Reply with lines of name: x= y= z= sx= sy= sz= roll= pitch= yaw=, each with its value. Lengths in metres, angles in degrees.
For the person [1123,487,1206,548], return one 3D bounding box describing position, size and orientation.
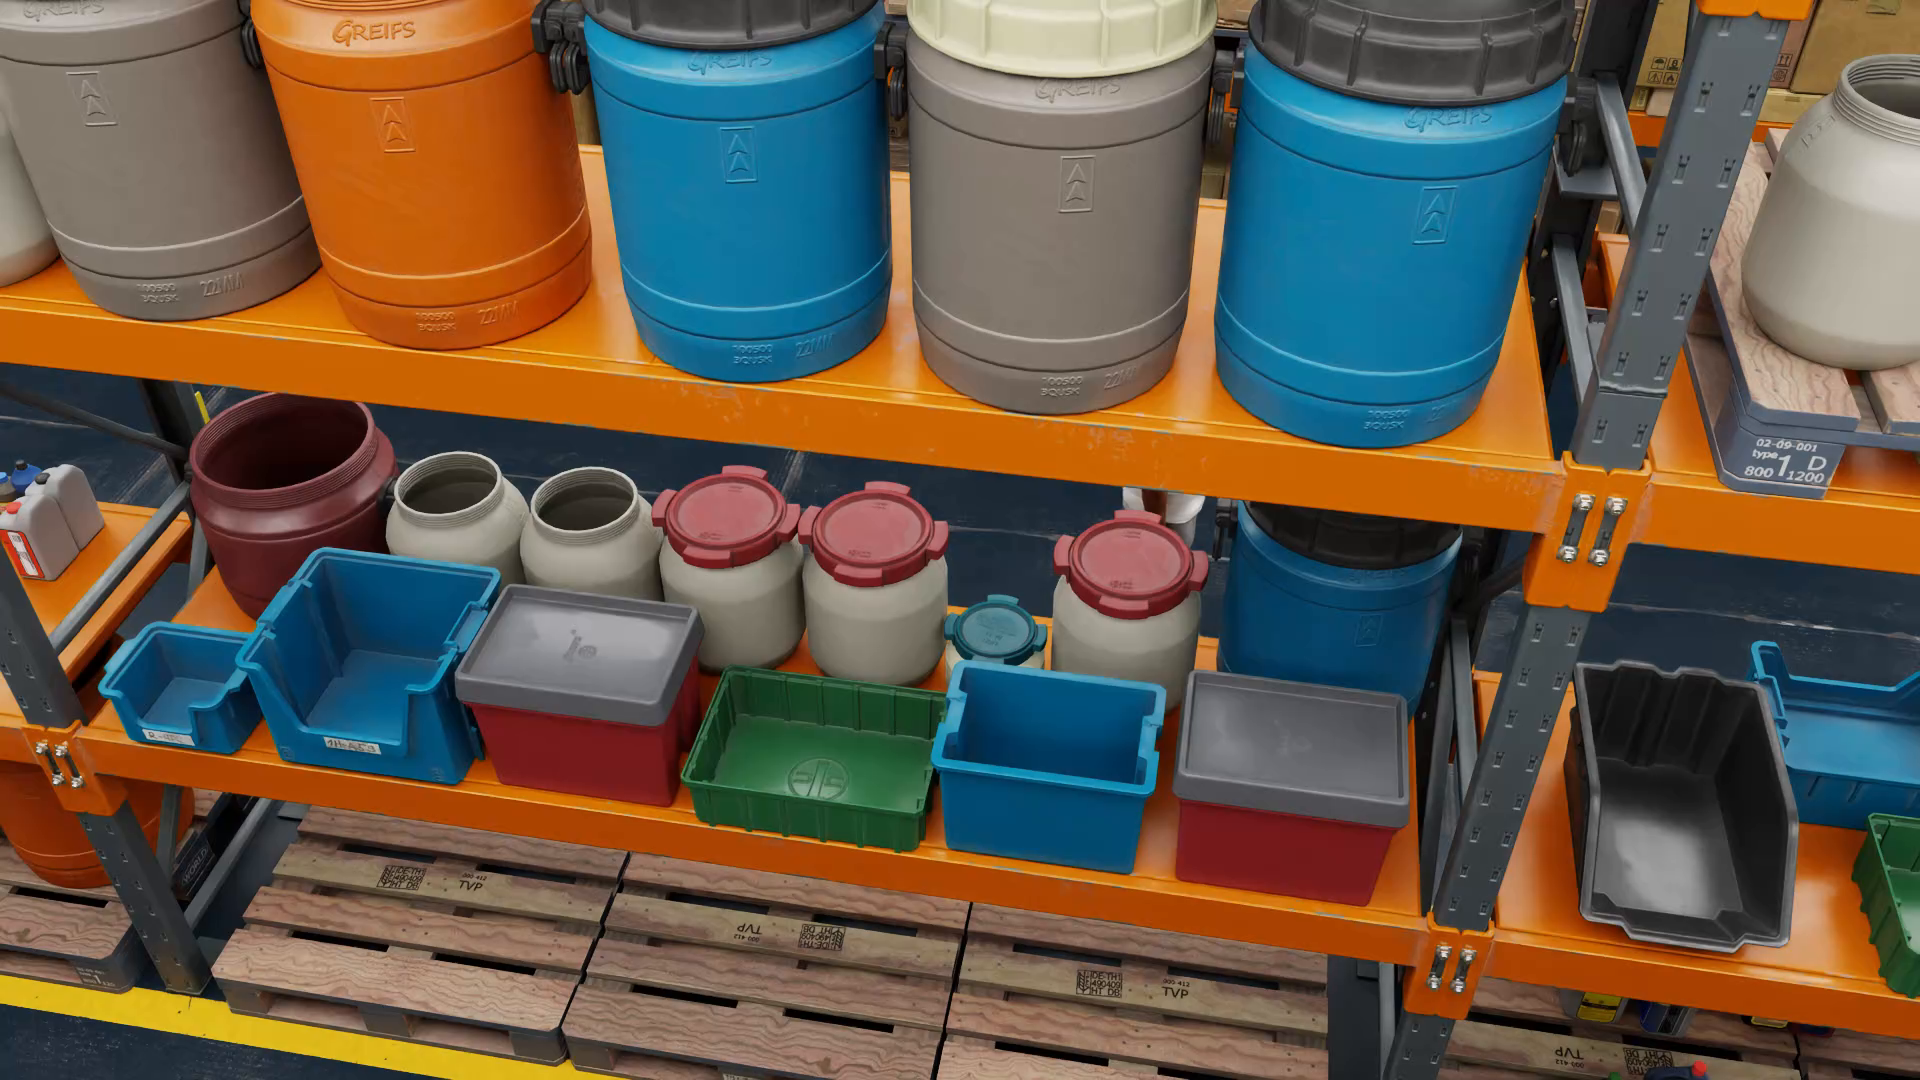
person: x=0.784 y=-0.180 z=6.367 sx=0.360 sy=1.776 sz=0.563 roll=7 pitch=41 yaw=9
